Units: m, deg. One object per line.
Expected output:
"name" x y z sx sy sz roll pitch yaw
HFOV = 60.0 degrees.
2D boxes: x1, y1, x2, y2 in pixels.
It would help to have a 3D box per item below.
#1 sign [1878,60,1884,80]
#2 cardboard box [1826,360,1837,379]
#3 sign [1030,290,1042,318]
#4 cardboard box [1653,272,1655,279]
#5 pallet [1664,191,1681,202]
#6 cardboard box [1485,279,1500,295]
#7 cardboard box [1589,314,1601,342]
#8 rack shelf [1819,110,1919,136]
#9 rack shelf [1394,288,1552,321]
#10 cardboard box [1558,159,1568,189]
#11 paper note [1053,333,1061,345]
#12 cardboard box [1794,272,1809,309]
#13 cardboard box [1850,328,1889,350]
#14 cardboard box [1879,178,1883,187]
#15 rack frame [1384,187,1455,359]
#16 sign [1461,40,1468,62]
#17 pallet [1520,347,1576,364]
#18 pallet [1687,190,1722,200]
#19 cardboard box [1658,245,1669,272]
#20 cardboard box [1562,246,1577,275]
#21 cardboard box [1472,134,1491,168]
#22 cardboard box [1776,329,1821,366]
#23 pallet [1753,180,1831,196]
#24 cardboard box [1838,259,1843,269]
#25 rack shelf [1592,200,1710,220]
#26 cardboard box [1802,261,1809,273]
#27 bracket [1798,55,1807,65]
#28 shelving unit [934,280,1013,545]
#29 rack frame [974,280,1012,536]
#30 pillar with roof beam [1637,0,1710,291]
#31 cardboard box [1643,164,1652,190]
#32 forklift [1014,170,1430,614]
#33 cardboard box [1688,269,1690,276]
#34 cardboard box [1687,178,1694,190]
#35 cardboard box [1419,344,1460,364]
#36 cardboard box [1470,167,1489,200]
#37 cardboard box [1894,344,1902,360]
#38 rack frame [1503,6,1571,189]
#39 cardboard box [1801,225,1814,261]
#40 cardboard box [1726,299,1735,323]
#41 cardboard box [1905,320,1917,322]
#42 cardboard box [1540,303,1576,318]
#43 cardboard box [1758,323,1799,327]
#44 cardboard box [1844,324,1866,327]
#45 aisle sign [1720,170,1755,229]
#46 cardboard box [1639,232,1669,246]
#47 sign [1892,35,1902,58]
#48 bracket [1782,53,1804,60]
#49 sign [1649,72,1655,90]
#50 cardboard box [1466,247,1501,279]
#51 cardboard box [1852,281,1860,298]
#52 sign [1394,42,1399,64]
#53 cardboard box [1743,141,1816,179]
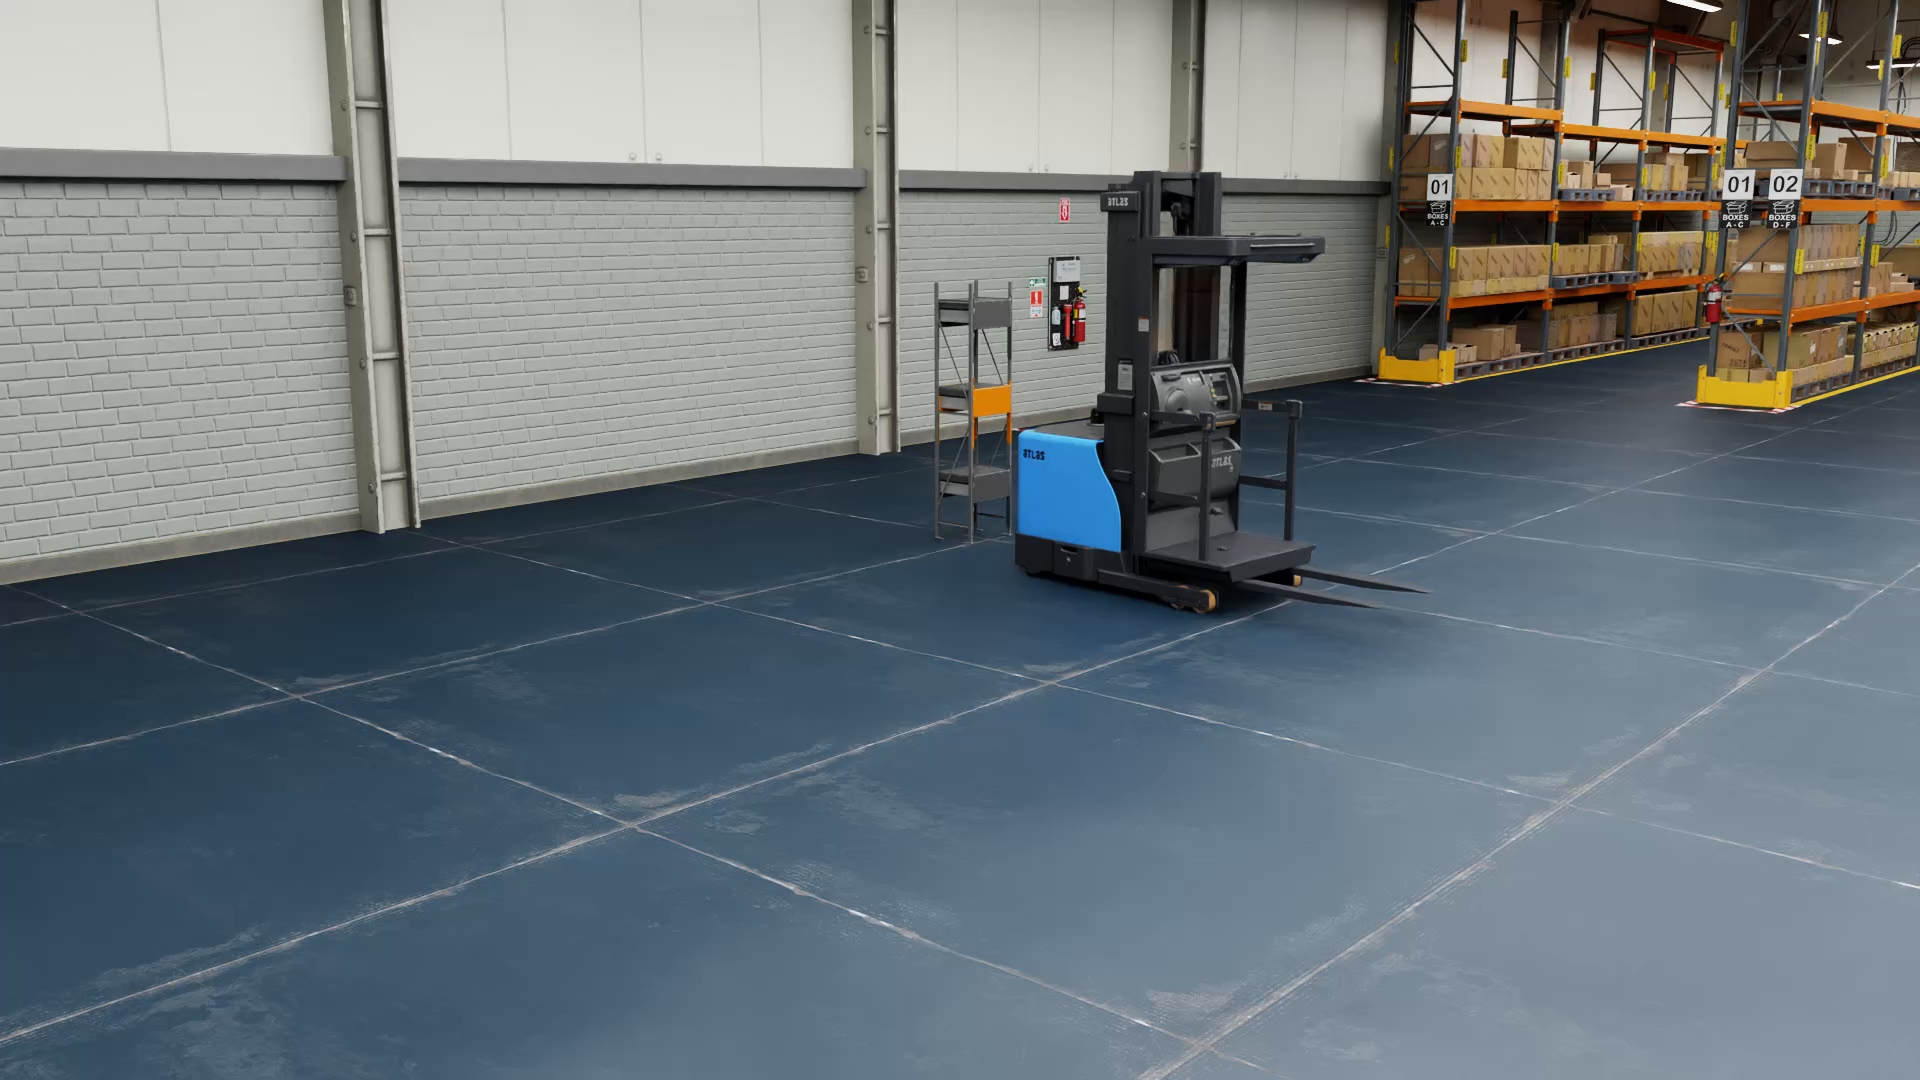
"sign" 15.790 -8.052 28.465 0.100 0.325 0.005 10 15 40
"cardboard box" 12.765 -2.570 24.867 0.500 0.250 0.500 10 15 40
"sign" 0.948 -2.931 20.635 0.001 0.329 0.234 10 15 40
"cardboard box" 13.521 -5.246 32.910 0.380 0.149 0.250 10 15 42
"pallet" 13.601 -6.830 33.071 1.003 0.211 1.213 11 16 43
"cardboard box" 8.433 -4.127 27.049 0.500 0.250 0.500 9 15 39
"cardboard box" 11.617 -4.001 31.346 0.700 0.500 0.500 10 15 40
"rack shelf" 14.883 -6.644 26.857 1.077 0.370 4.000 10 15 40
"rack shelf" 8.519 -3.949 27.663 1.077 0.370 4.000 10 15 40
"cardboard box" 10.261 -6.392 29.072 0.500 0.500 0.500 -9 15 -39
"paper note" 1.222 -2.532 20.980 0.016 0.148 0.142 10 15 40
"cardboard box" 11.584 -3.562 23.631 0.700 0.500 0.500 10 15 42
"cardboard box" 14.698 -3.267 26.926 0.500 0.311 0.500 9 14 38
"cardboard box" 14.338 -5.730 26.396 0.500 0.250 0.500 8 14 35
"rack frame" 7.199 -4.008 26.119 1.000 3.000 0.127 10 15 40
"sign" 7.607 -7.376 25.081 0.100 0.325 0.005 10 15 40
"pallet" 10.352 -3.344 29.913 1.003 0.211 1.213 10 15 40
"pallet" 15.668 -7.320 35.269 1.003 0.211 1.213 10 15 40
"cardboard box" 13.674 -5.577 32.908 0.500 0.500 0.500 10 15 40
"cardboard box" 10.575 -5.013 29.773 0.500 0.500 0.700 -10 15 -42
"cardboard box" 8.005 -6.121 26.179 0.500 0.500 0.500 10 15 40
"cardboard box" 12.093 -2.792 24.067 0.500 0.500 0.500 10 15 40
"pallet" 11.409 -4.896 23.134 1.003 0.211 1.213 10 15 40
"cardboard box" 12.872 -4.106 24.701 0.380 0.149 0.250 10 15 40
"rack shelf" 13.800 -6.597 33.262 1.077 0.370 4.000 10 15 40
"cardboard box" 11.681 -3.841 23.371 0.380 0.149 0.250 10 15 41
"bracket" 20.999 -11.942 41.335 0.235 0.232 0.430 10 15 40
"shelving unit" 0.109 -1.054 13.627 0.431 2.100 0.503 10 15 40
"rack frame" 0.270 -1.090 13.807 0.400 2.100 0.015 10 15 40
"pillar with roof beam" 18.167 -8.374 32.660 9.100 9.000 0.548 10 15 40
"cardboard box" 13.067 -7.084 32.484 0.700 0.500 0.500 9 14 37
"forklift" 1.793 -1.054 11.503 1.130 2.935 3.031 -11 16 -43
"cardboard box" 14.756 -5.501 34.186 0.380 0.149 0.250 10 15 42
"cardboard box" 15.396 -7.557 35.284 0.500 0.250 0.500 10 15 41
"cardboard box" 7.723 -2.995 26.791 0.500 0.311 0.500 8 14 34
"cardboard box" 7.989 -5.629 26.271 0.500 0.500 0.500 -11 16 -44
"cardboard box" 15.368 -3.144 27.740 0.500 0.250 0.500 10 15 42
"rack frame" 9.840 -7.538 28.478 1.000 3.000 0.127 10 15 40
"cardboard box" 11.618 -4.206 23.544 0.700 0.500 0.500 9 15 39
"cardboard box" 16.712 -5.078 36.789 0.700 0.500 0.500 9 14 39
"cardboard box" 17.060 -3.643 29.550 0.500 0.500 0.500 9 14 38
"cardboard box" 10.942 -4.207 30.459 0.500 0.250 0.500 9 15 39
"cardboard box" 12.362 -3.007 25.141 0.500 0.500 0.500 10 15 40
"cardboard box" 14.958 -3.485 28.019 0.500 0.311 0.500 9 15 39
"aisle sign" 10.659 -4.671 22.802 0.394 0.787 0.004 10 15 40
"cardboard box" 13.655 -5.944 32.833 0.500 0.250 0.500 10 15 41
"sign" 13.964 -7.359 24.790 0.100 0.325 0.005 10 15 40
"bracket" 20.609 -11.855 40.900 0.076 0.066 3.189 10 15 40
"sign" 12.894 -8.555 30.981 0.100 0.325 0.005 10 15 40
"cardboard box" 8.420 -4.490 26.950 0.500 0.500 0.500 9 14 39
"cardboard box" 13.855 -3.961 26.267 0.500 0.250 0.500 11 16 44
"sign" 6.796 -7.560 25.799 0.100 0.325 0.005 10 15 40
"cardboard box" 11.305 -5.248 22.977 0.637 0.503 0.797 -11 16 -44
